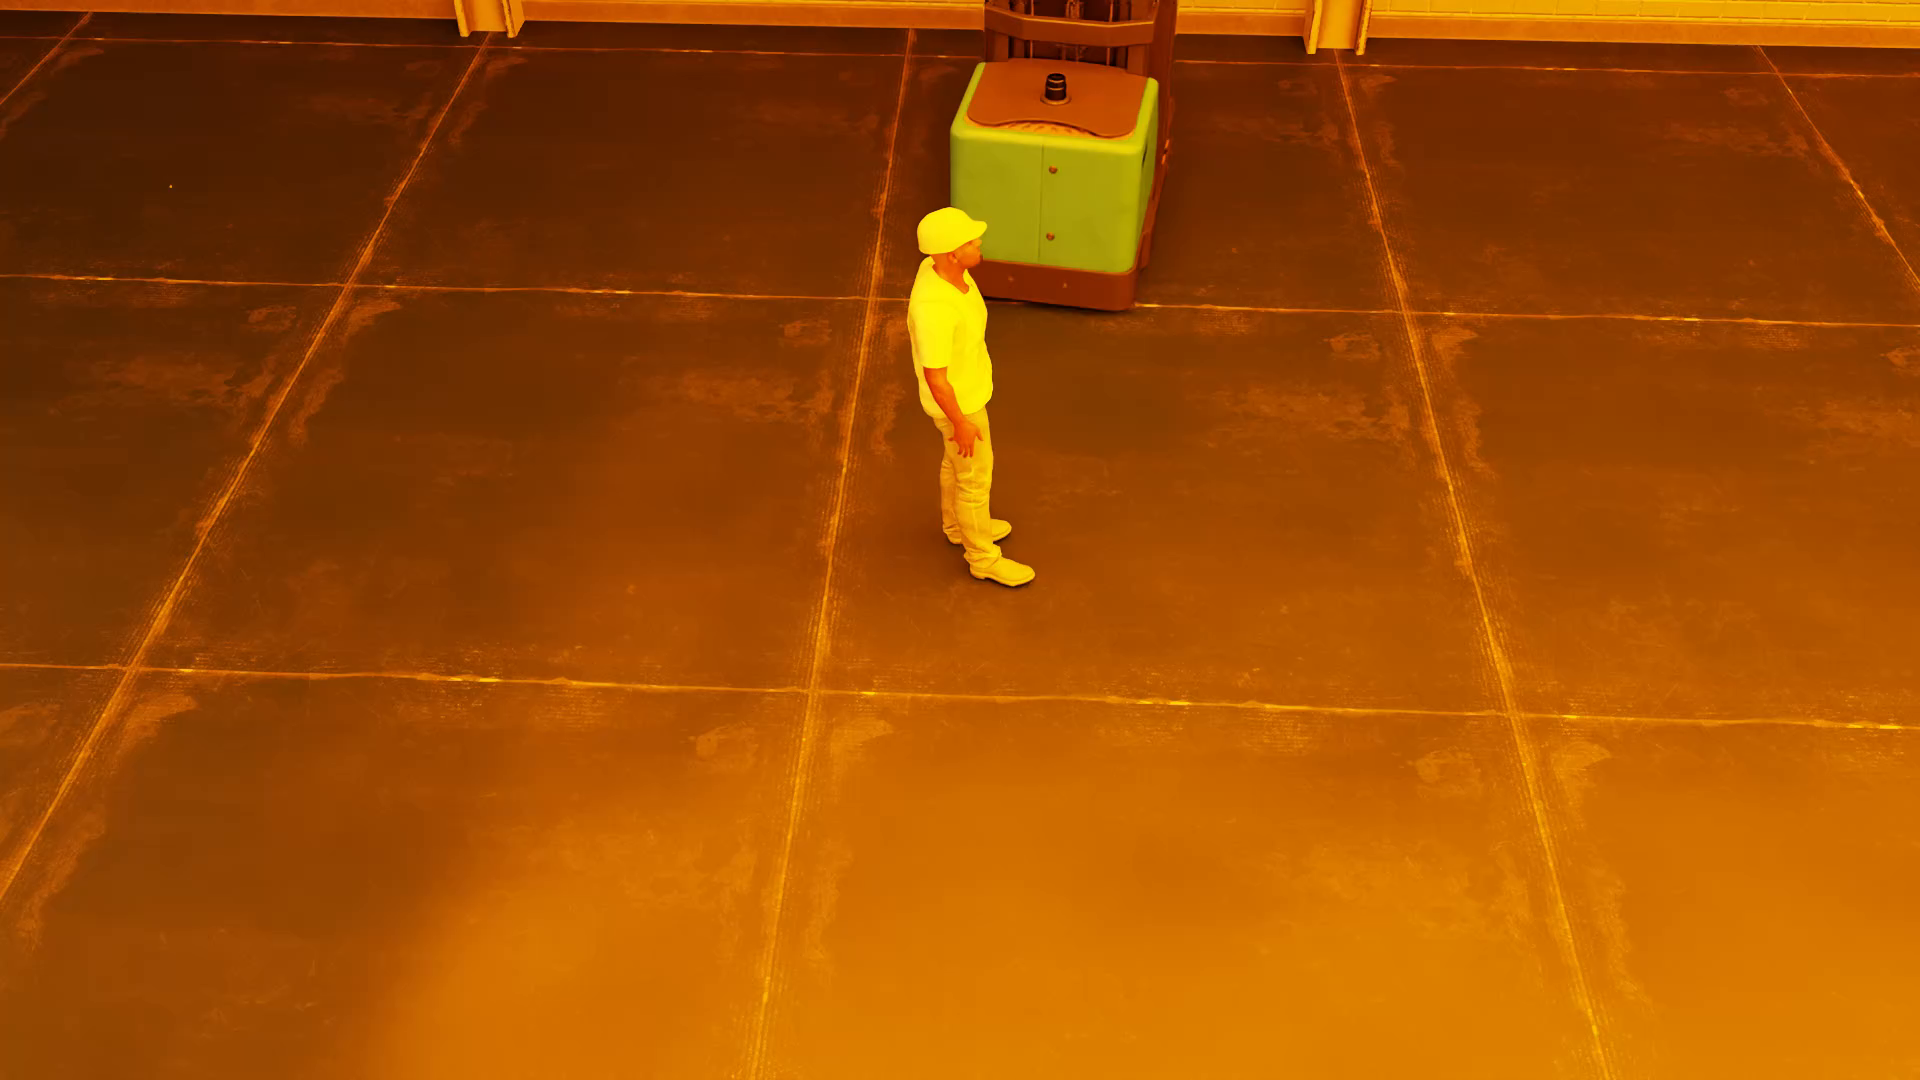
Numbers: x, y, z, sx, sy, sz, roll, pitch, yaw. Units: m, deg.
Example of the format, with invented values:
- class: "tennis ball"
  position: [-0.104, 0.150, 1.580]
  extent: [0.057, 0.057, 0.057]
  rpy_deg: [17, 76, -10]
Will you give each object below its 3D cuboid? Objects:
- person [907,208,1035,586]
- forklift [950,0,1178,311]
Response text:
- class: "person"
  position: [0.070, -0.652, 7.310]
  extent: [0.575, 1.768, 0.666]
  rpy_deg: [2, 42, 2]
- class: "forklift"
  position: [0.729, -3.353, 9.416]
  extent: [1.130, 2.935, 3.031]
  rpy_deg: [8, 43, 8]
